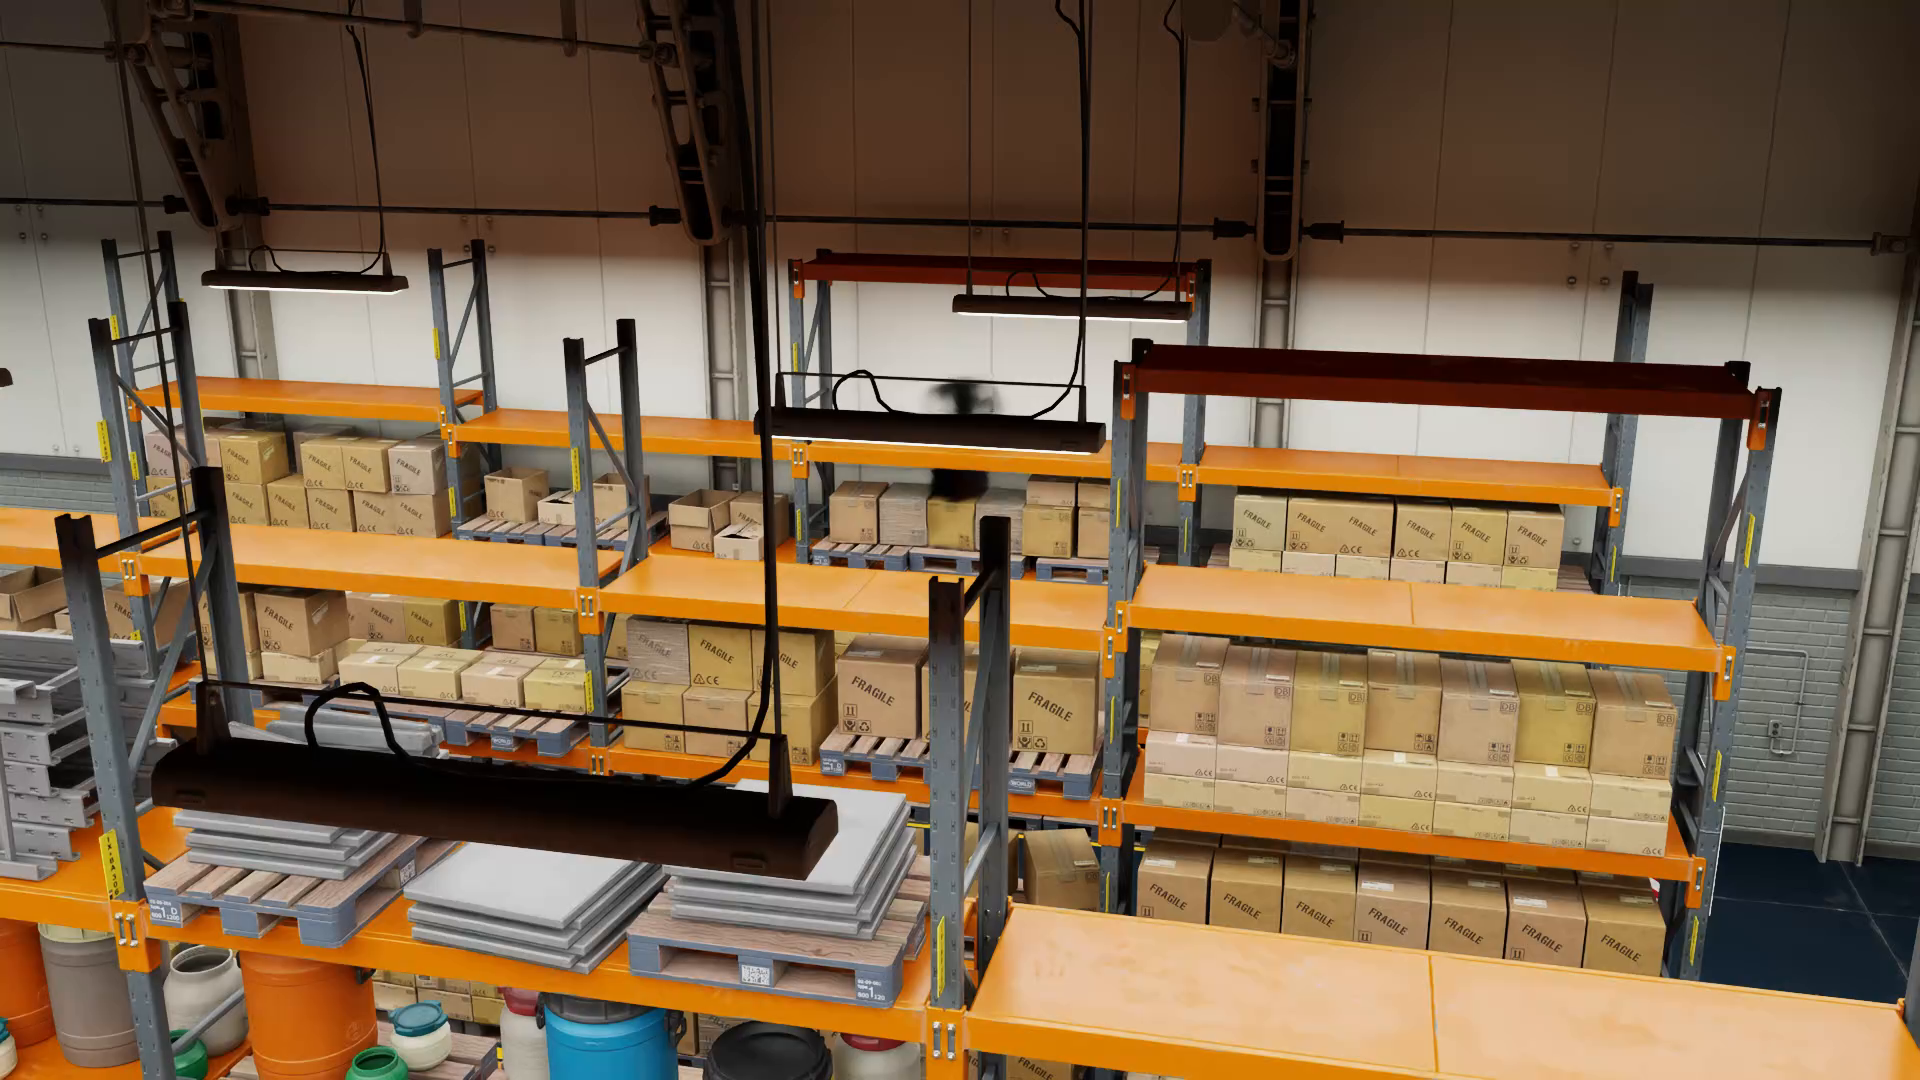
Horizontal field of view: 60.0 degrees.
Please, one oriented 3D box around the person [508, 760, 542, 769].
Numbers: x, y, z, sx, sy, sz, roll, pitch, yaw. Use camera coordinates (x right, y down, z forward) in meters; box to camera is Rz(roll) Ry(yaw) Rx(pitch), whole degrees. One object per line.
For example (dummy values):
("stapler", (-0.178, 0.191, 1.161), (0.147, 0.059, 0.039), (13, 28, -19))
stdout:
("person", (-3.992, 2.820, 16.241), (0.978, 1.415, 0.534), (10, 19, 31))
